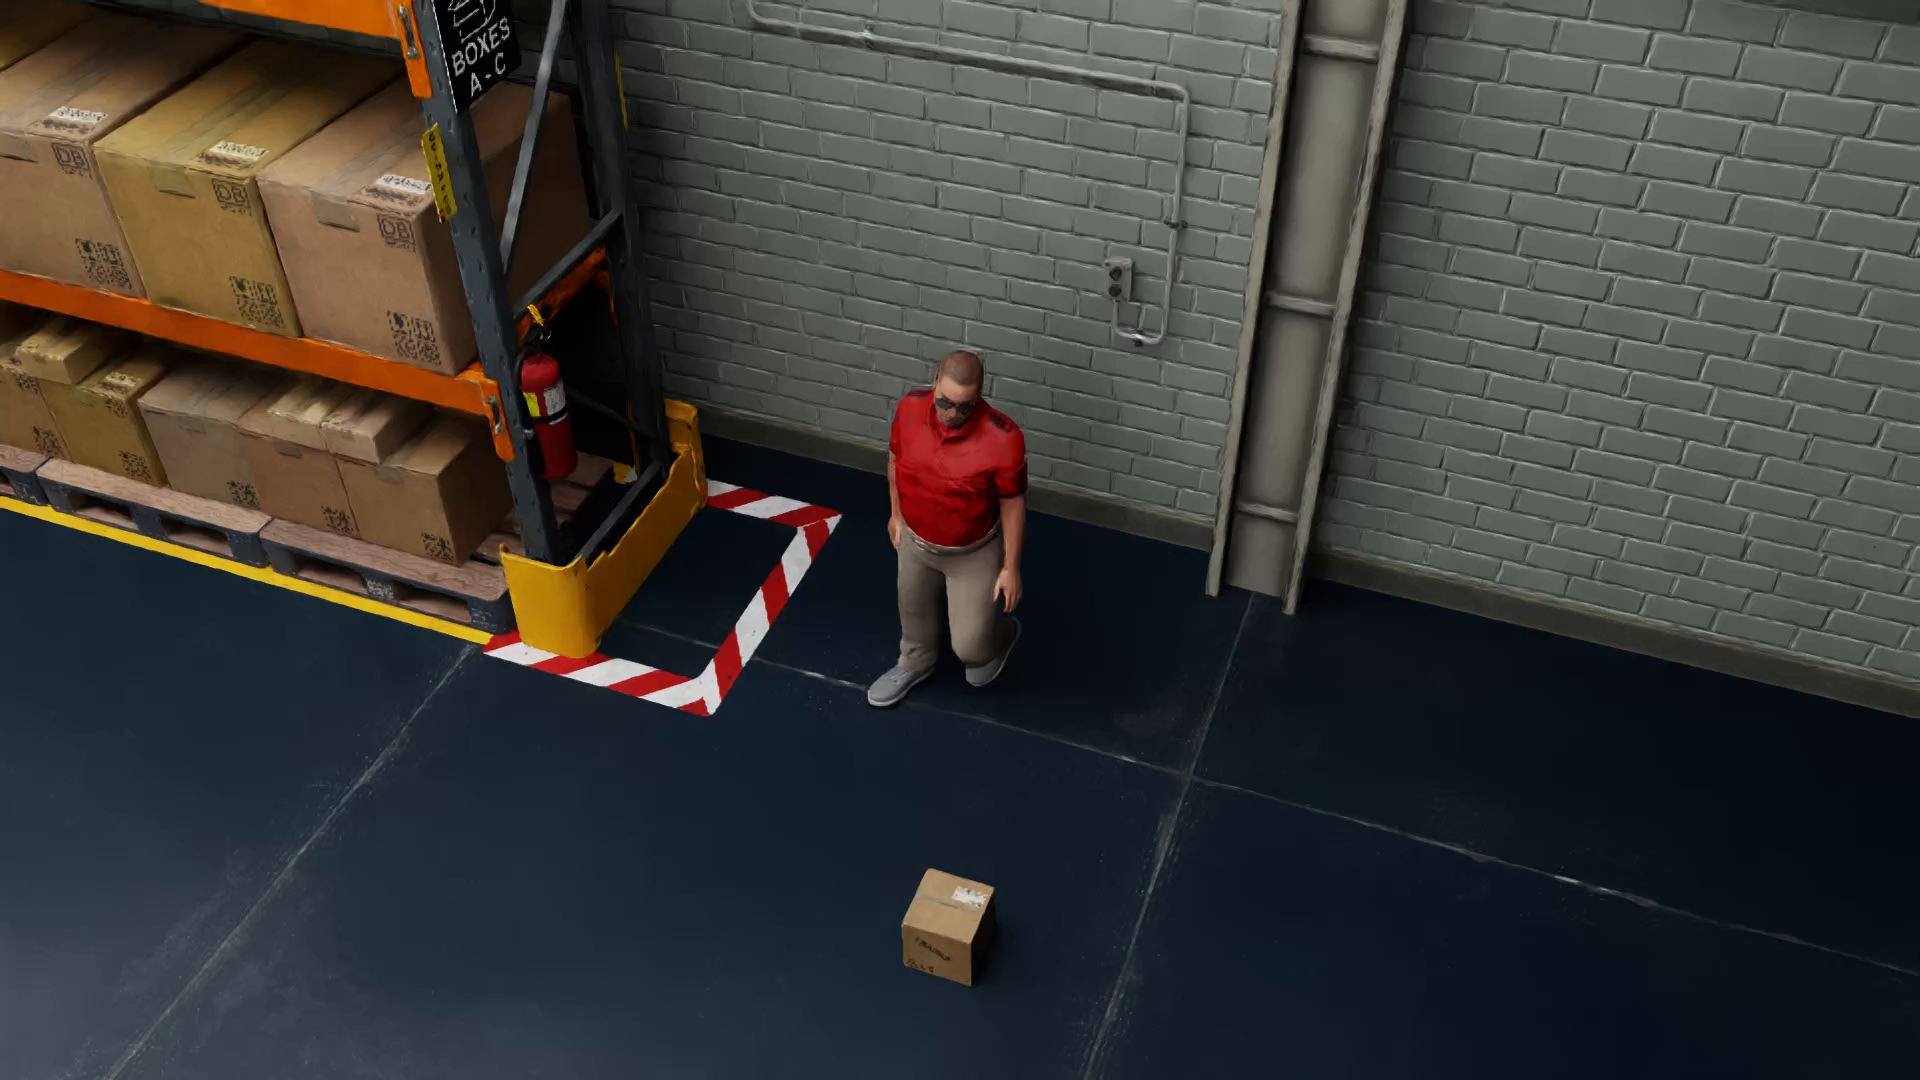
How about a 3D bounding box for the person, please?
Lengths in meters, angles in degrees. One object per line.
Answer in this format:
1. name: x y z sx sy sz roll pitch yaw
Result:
1. person: -0.010 -0.016 6.169 0.631 1.718 0.493 22 46 23
